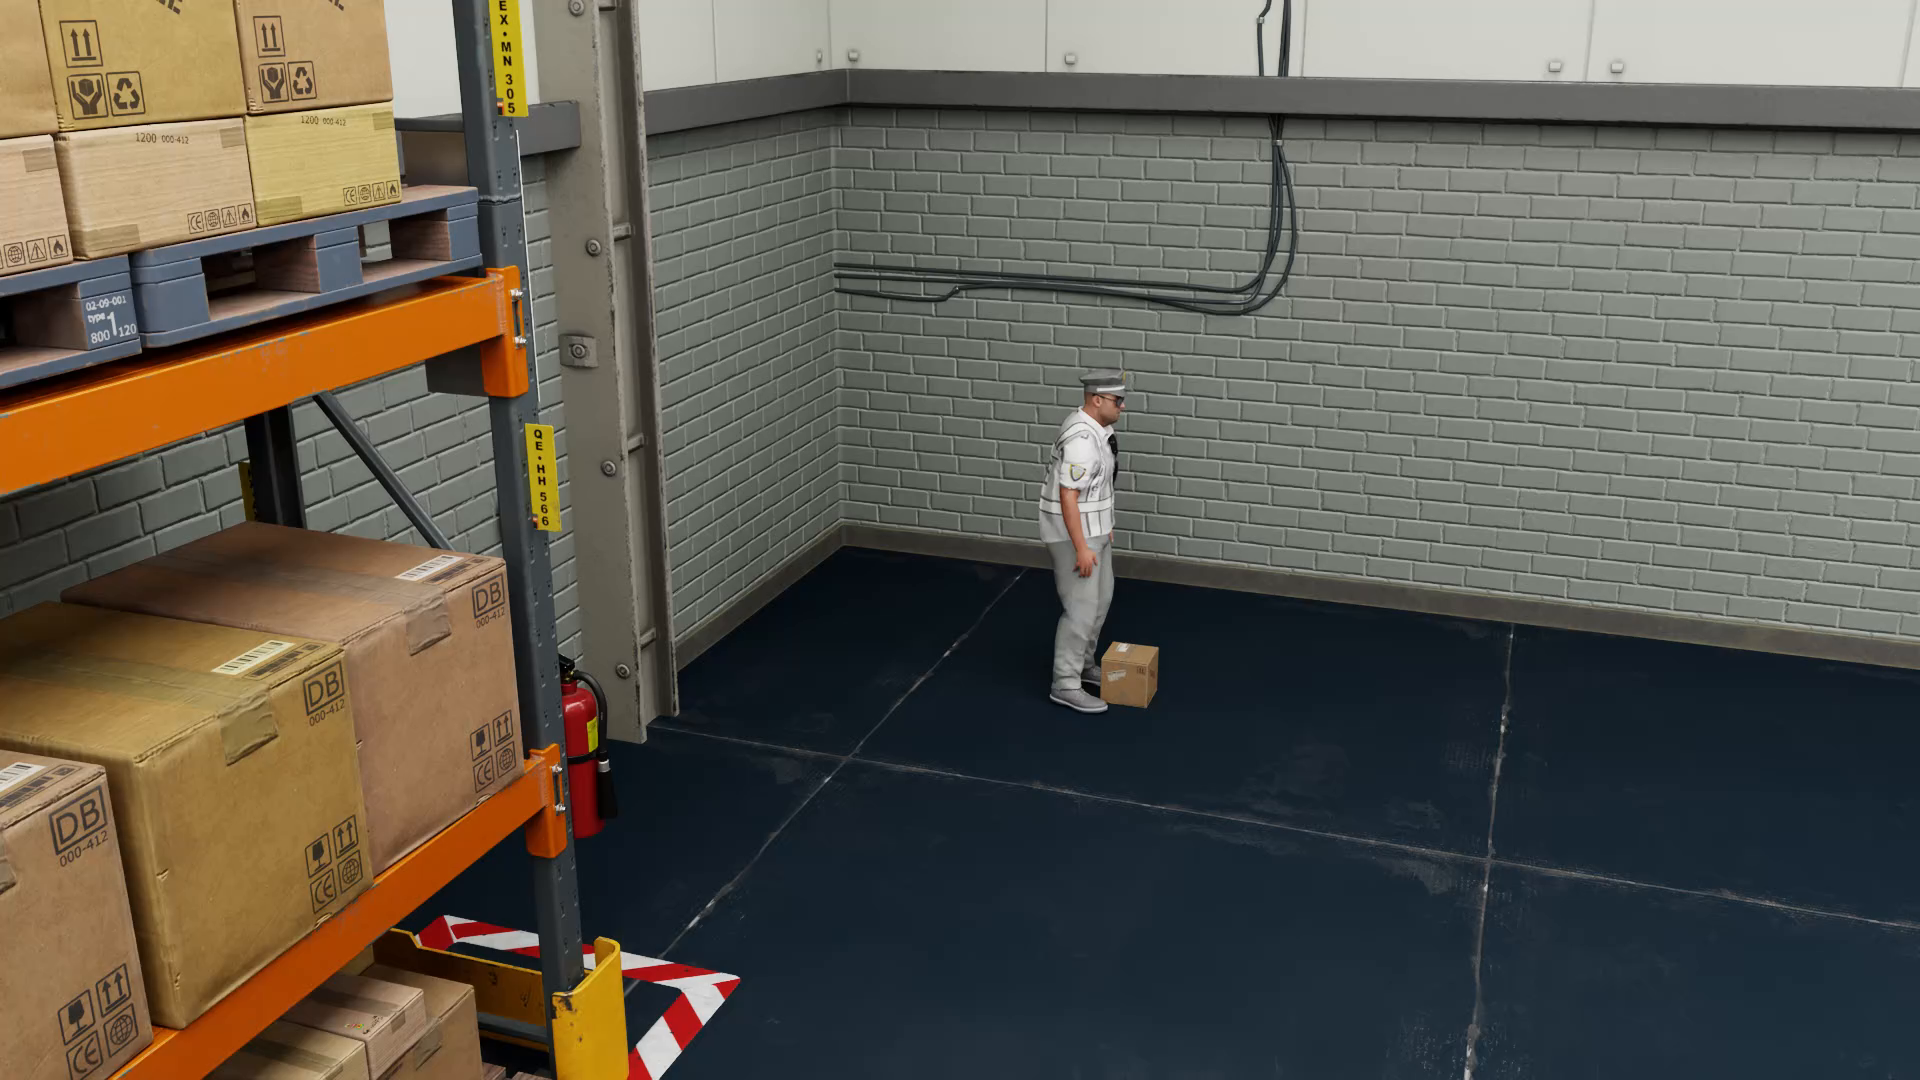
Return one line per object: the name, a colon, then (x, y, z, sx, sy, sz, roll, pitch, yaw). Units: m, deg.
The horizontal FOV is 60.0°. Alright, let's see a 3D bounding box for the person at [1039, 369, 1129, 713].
person: (0.638, -0.027, 8.633, 0.433, 1.746, 0.600, 6, 19, 16)
